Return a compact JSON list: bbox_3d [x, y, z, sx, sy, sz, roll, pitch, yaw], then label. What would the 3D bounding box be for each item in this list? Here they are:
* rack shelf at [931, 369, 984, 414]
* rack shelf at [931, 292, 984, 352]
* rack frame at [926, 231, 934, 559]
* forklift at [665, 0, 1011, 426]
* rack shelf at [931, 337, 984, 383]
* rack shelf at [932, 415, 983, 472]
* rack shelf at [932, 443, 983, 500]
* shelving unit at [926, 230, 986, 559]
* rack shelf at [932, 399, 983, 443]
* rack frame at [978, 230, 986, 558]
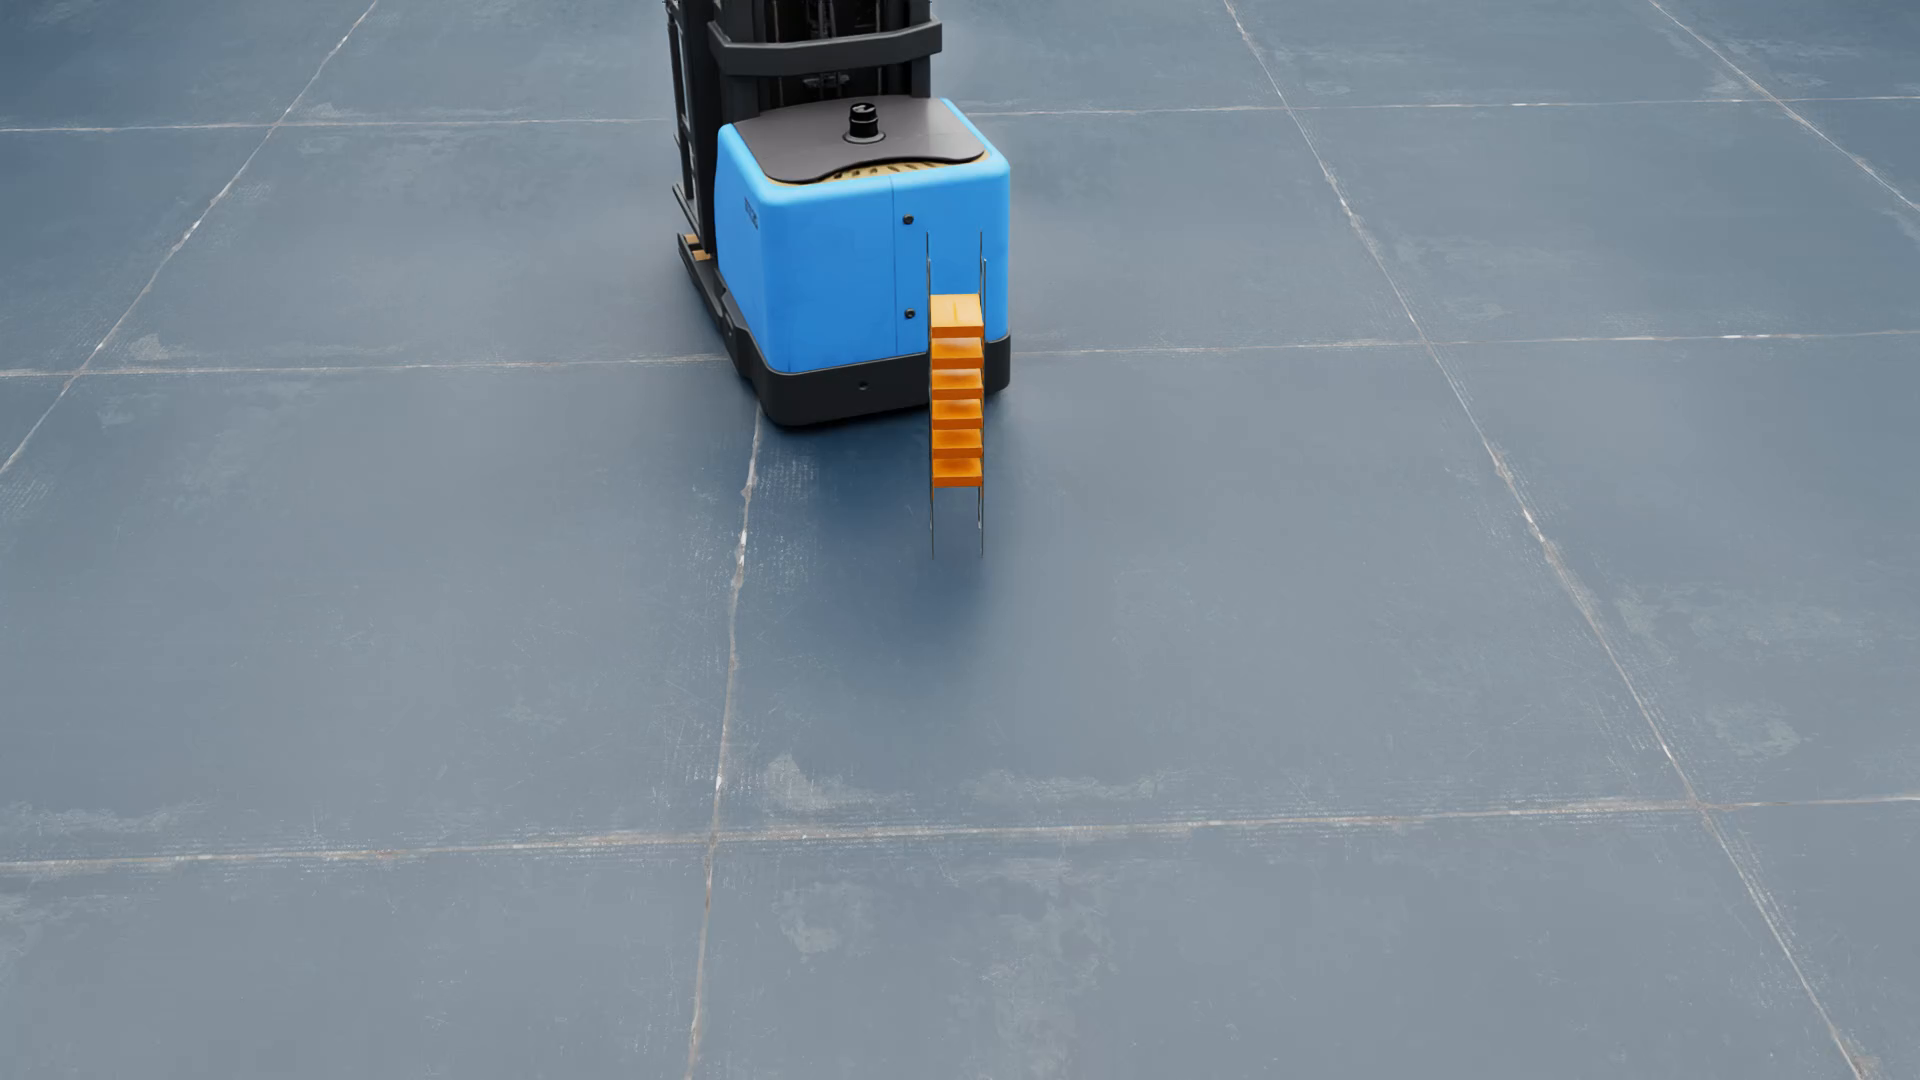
[{"bbox_3d":[-0.014,-0.555,5.865,0.180,0.103,0.258,-2,35,-2],"label":"rack shelf"},{"bbox_3d":[-0.014,-0.752,5.728,0.180,0.103,0.258,-2,35,-2],"label":"rack shelf"},{"bbox_3d":[-0.106,-0.491,5.904,0.006,1.200,0.240,-2,35,-2],"label":"rack frame"},{"bbox_3d":[-0.747,-2.507,7.296,1.130,2.935,3.031,-11,36,-16],"label":"forklift"},{"bbox_3d":[-0.014,-0.654,5.797,0.180,0.103,0.258,-2,35,-2],"label":"rack shelf"},{"bbox_3d":[-0.014,-0.358,6.002,0.180,0.103,0.258,-2,35,-2],"label":"rack shelf"},{"bbox_3d":[-0.014,-0.259,6.070,0.180,0.103,0.258,-2,35,-2],"label":"rack shelf"},{"bbox_3d":[-0.014,-0.493,5.908,0.189,1.200,0.258,-2,35,-2],"label":"shelving unit"},{"bbox_3d":[-0.014,-0.456,5.933,0.180,0.103,0.258,-2,35,-2],"label":"rack shelf"},{"bbox_3d":[0.077,-0.495,5.912,0.006,1.200,0.240,-2,35,-2],"label":"rack frame"}]
